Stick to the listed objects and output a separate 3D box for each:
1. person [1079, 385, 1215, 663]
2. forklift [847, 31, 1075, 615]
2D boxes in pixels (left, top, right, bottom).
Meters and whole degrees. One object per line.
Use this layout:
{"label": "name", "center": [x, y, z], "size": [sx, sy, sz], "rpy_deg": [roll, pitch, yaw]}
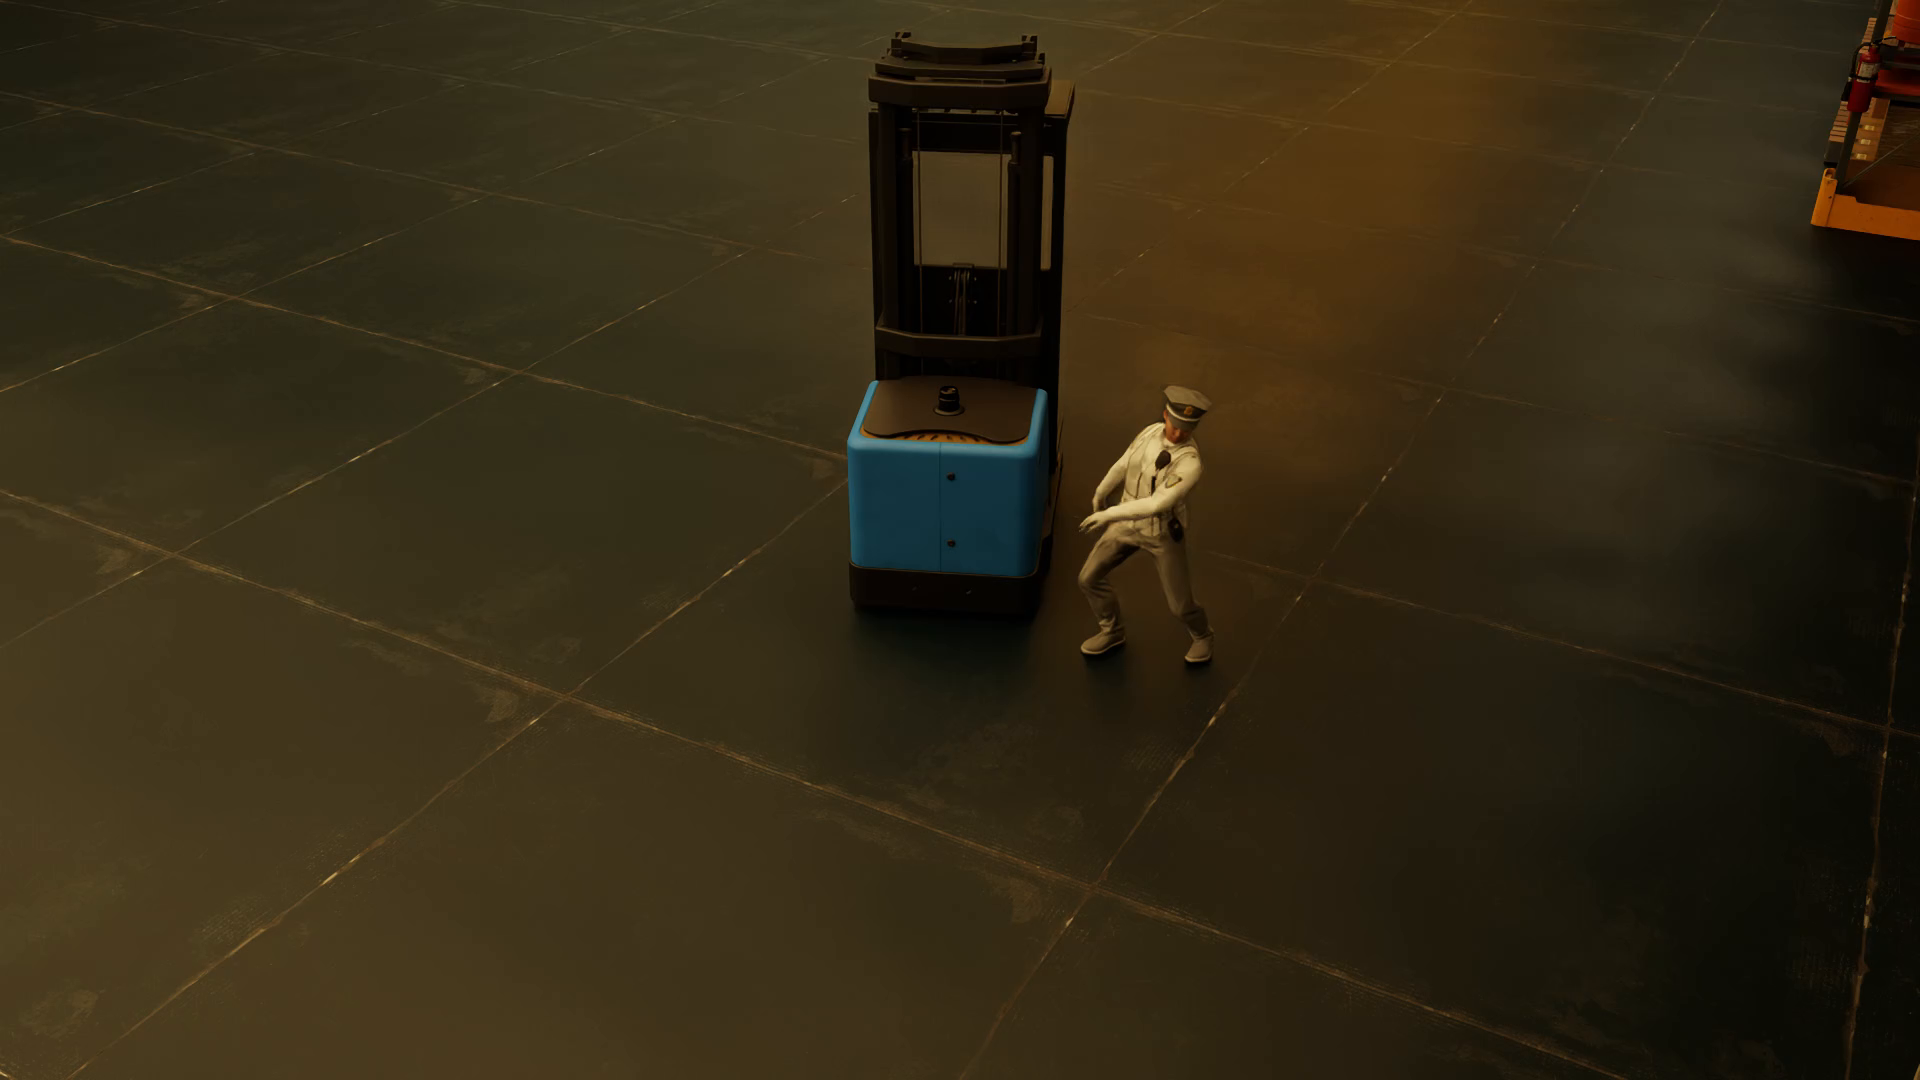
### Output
{"label": "person", "center": [0.914, -0.072, 8.561], "size": [0.780, 1.550, 0.724], "rpy_deg": [-24, 38, -36]}
{"label": "forklift", "center": [0.072, -1.572, 9.794], "size": [1.130, 2.935, 3.031], "rpy_deg": [3, 30, 6]}
